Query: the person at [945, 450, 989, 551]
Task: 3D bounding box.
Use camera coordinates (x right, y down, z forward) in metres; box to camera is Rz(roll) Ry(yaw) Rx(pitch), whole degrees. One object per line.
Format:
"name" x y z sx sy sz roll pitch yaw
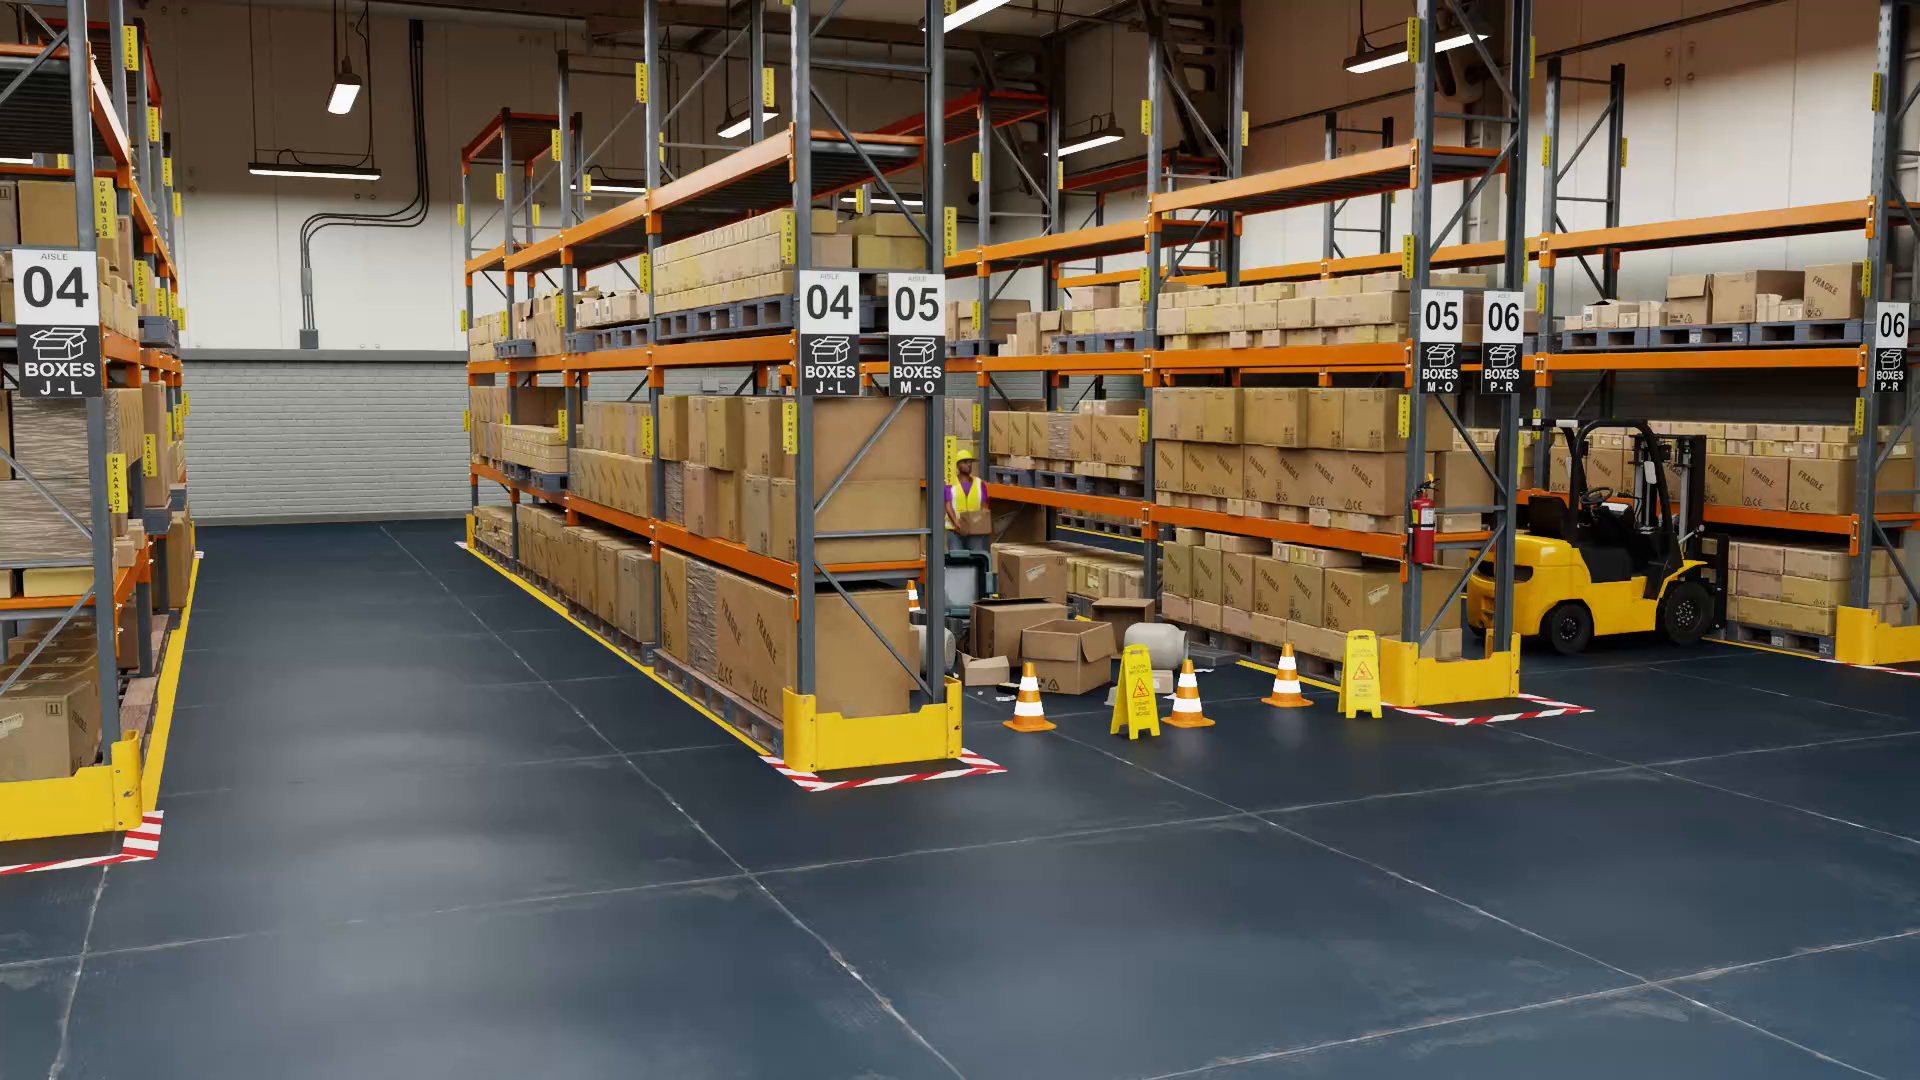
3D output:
"person" 0.082 -0.086 18.041 0.516 1.770 0.571 -2 6 -16
